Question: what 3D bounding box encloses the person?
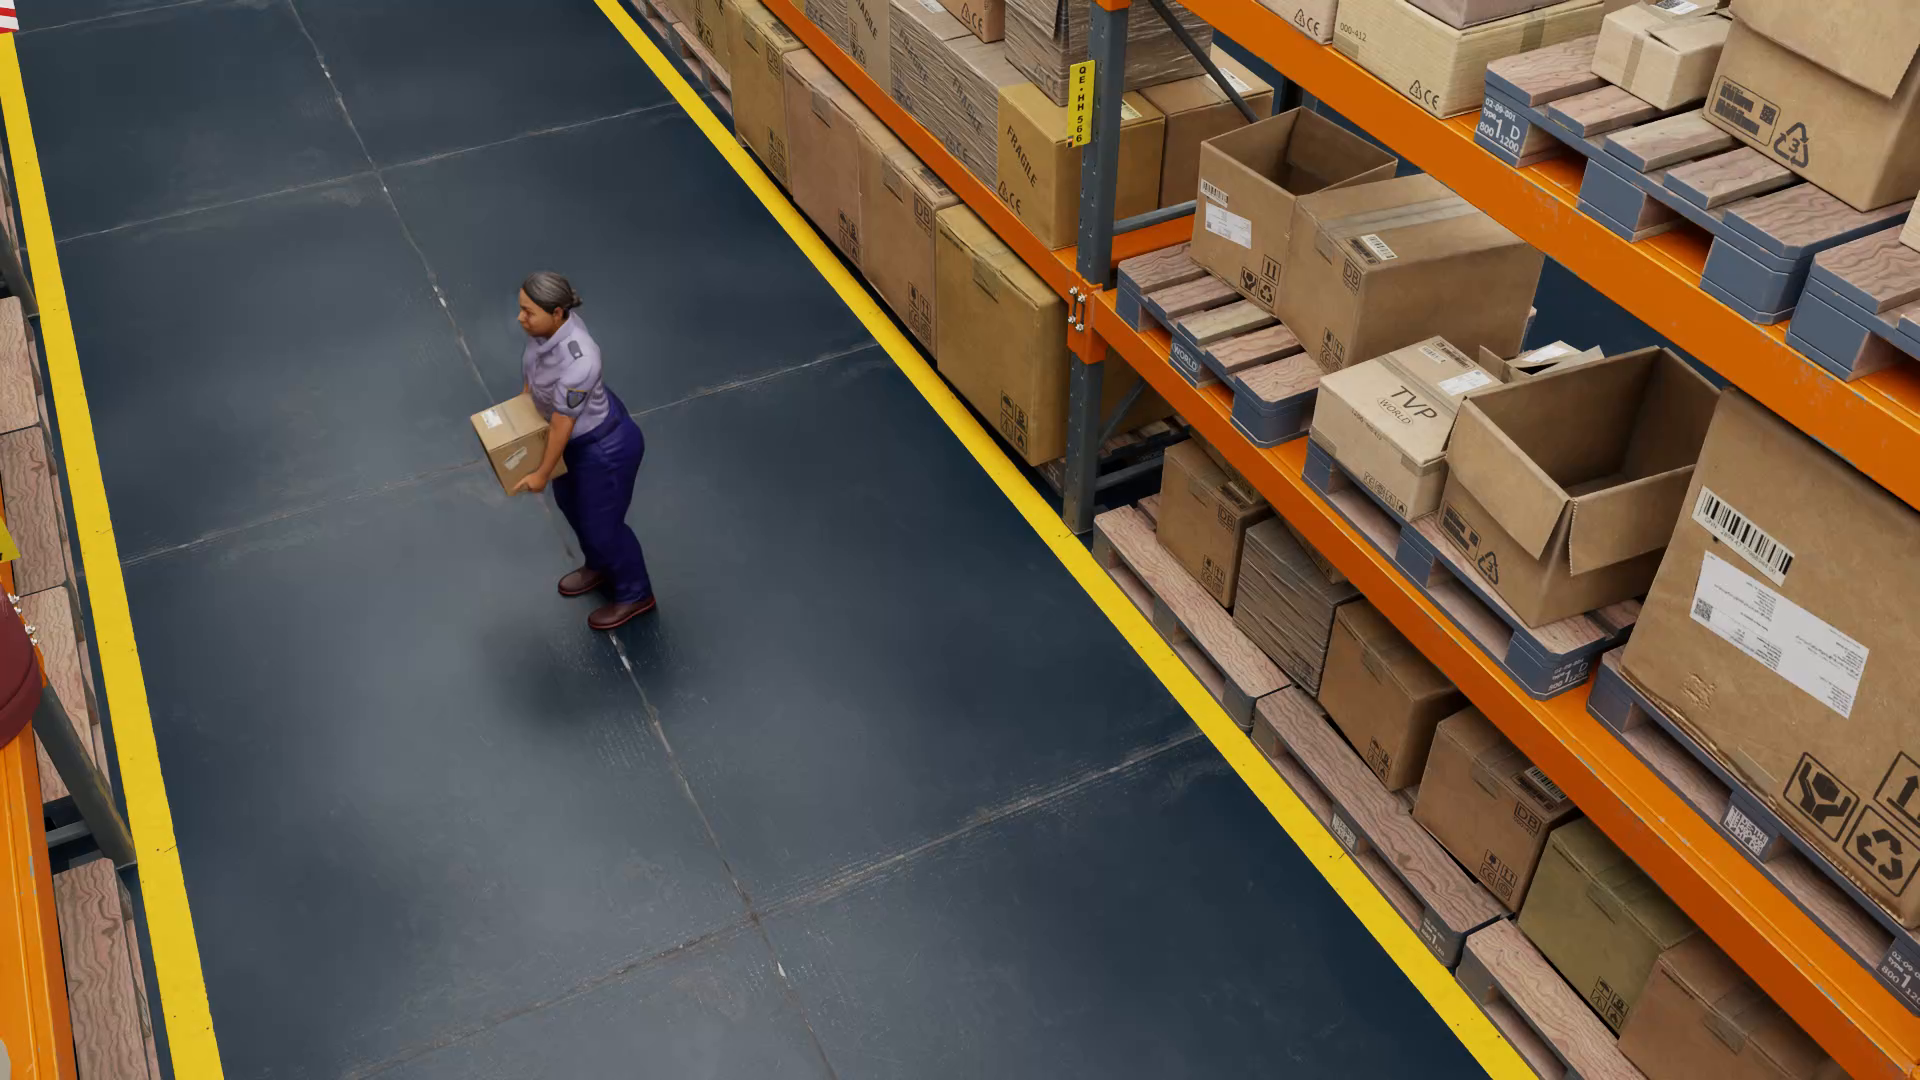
[{"bbox_3d":[-1.537,-0.353,6.582,0.543,1.641,0.433,-20,45,-21],"label":"person"}]
